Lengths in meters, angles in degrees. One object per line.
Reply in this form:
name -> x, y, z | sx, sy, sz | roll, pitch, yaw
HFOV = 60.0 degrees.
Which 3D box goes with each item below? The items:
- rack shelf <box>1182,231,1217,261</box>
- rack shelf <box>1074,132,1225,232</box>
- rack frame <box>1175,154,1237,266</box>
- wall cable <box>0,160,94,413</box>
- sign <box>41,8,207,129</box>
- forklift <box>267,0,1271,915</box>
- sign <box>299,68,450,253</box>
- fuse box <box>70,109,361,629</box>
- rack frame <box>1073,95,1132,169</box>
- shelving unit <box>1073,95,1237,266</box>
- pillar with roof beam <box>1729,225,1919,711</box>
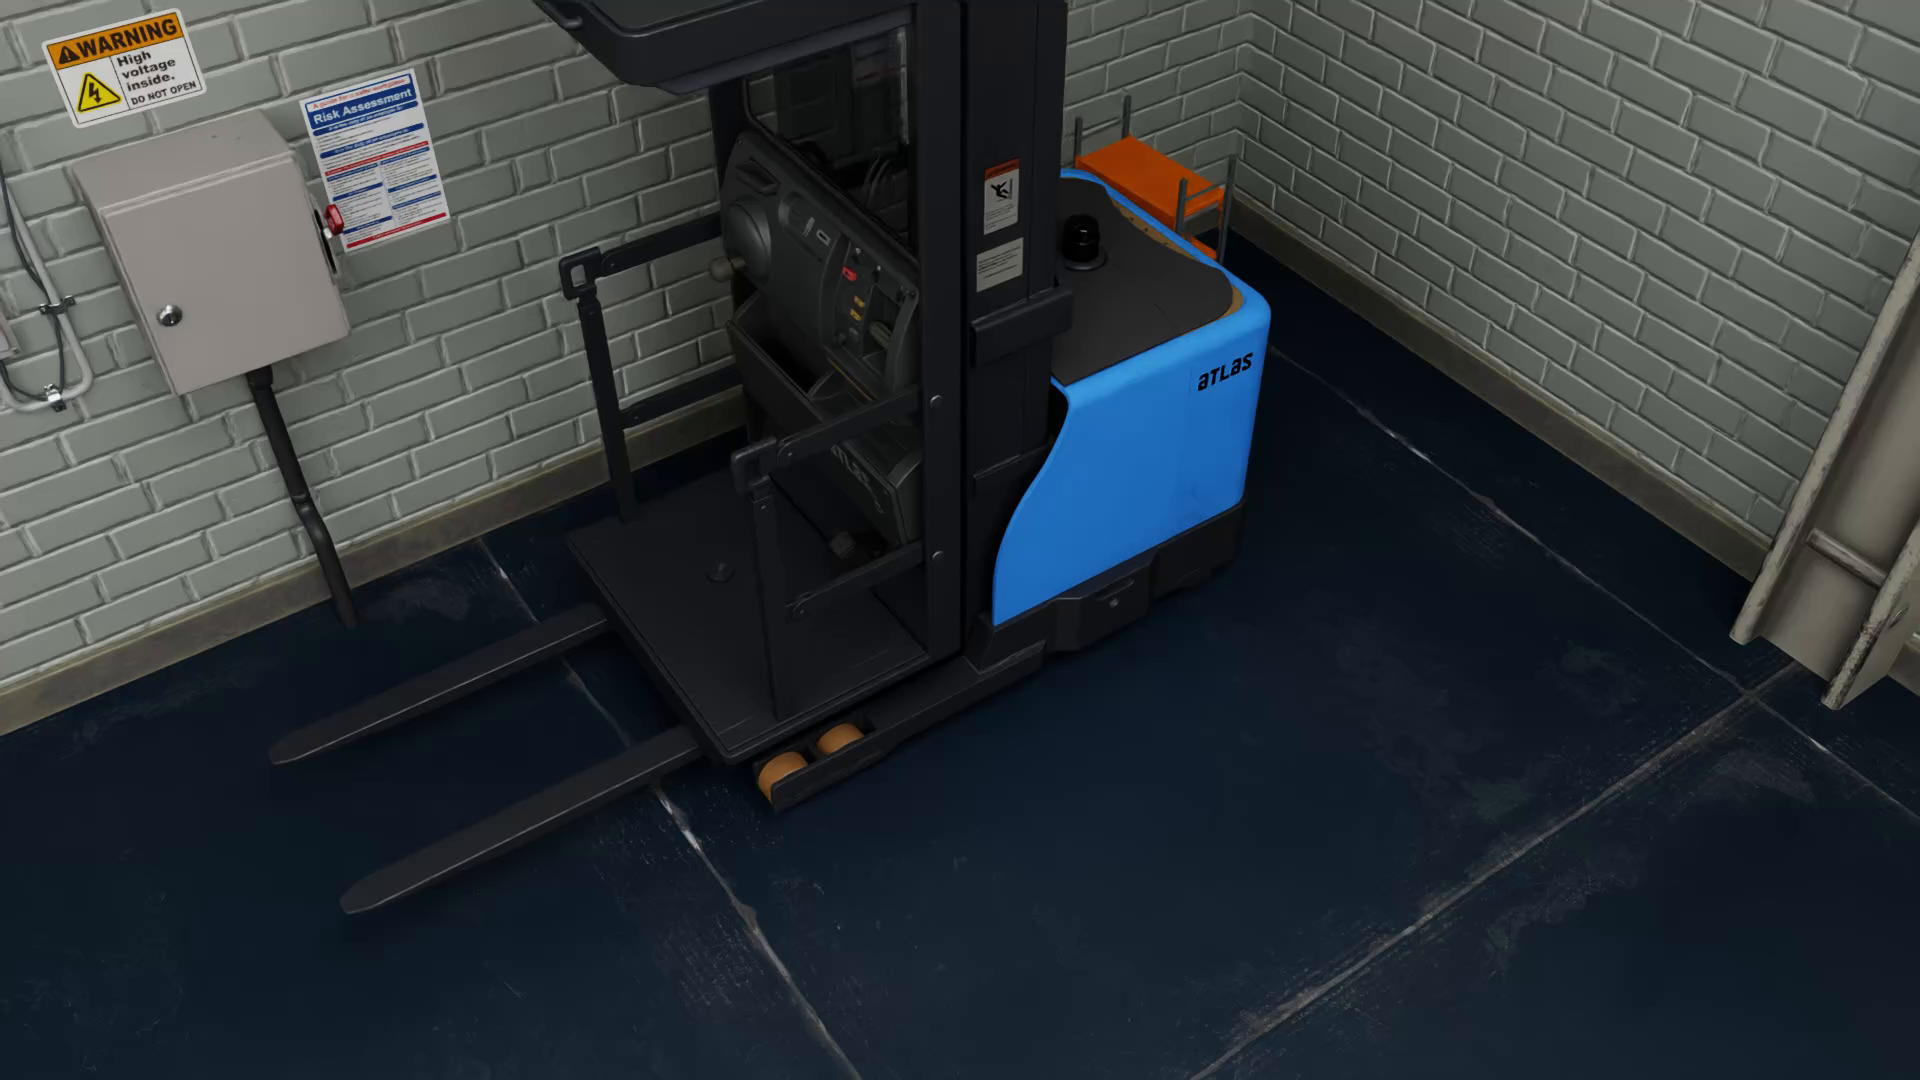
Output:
rack shelf -> 0.631, -0.985, 5.686 | 0.258, 0.148, 0.480 | -29, 51, -27
rack shelf -> 0.631, -1.156, 5.523 | 0.258, 0.148, 0.480 | -29, 51, -27
rack frame -> 0.784, -0.741, 5.657 | 0.240, 1.200, 0.015 | -29, 51, -27
wall cable -> -2.610, -0.995, 3.885 | 0.588, 1.984, 0.122 | -26, 49, -24
sign -> -2.124, -1.202, 4.239 | 0.339, 0.242, 0.001 | -26, 49, -24
forklift -> -0.558, -0.689, 4.349 | 3.031, 2.935, 1.130 | -25, 49, -24
sign -> -1.674, -1.086, 4.784 | 0.329, 0.494, 0.001 | -26, 49, -24
fuse box -> -1.960, -0.342, 4.869 | 0.539, 1.711, 0.414 | -26, 49, -24
rack frame -> 0.477, -1.003, 5.931 | 0.240, 1.200, 0.015 | -29, 51, -27
shelving unit -> 0.631, -0.872, 5.794 | 0.258, 1.200, 0.503 | -29, 51, -27
pillar with roof beam -> -0.787, -1.192, 0.482 | 9.100, 9.000, 0.400 | -26, 49, -24
